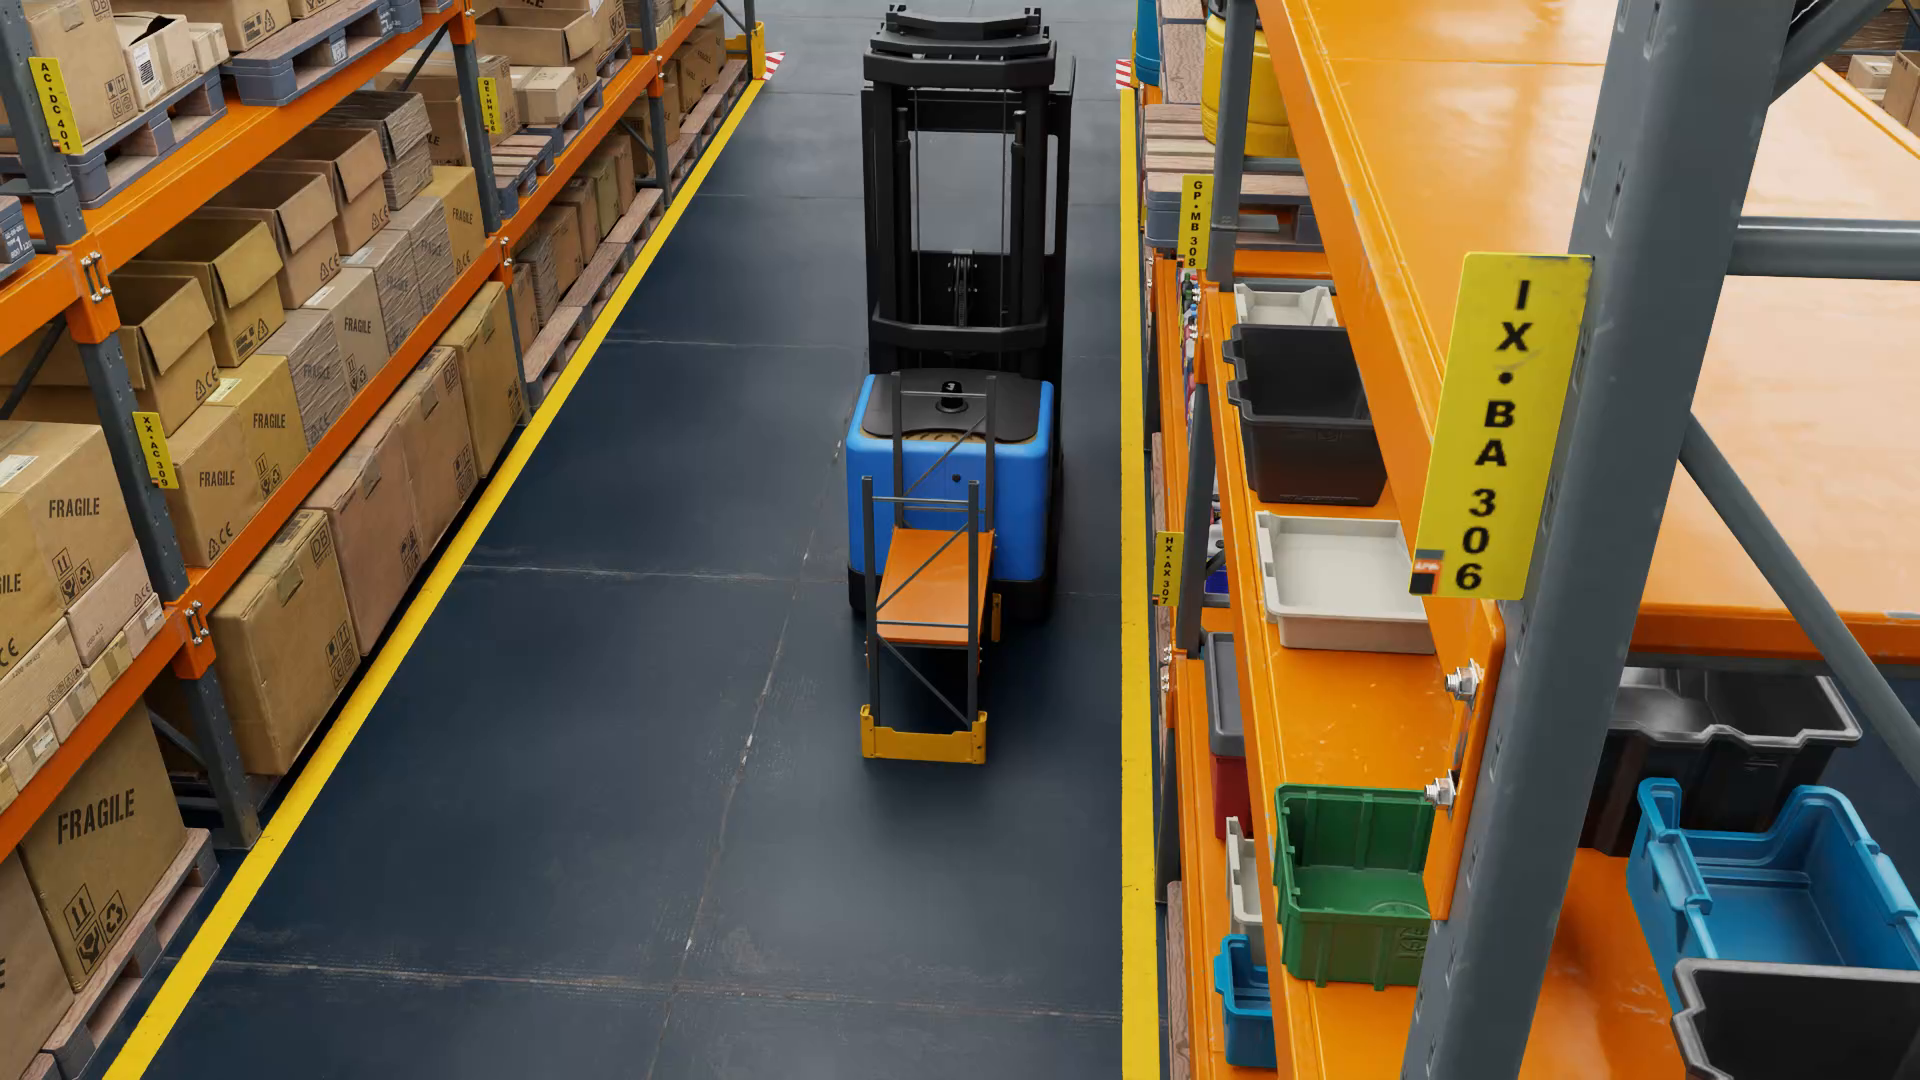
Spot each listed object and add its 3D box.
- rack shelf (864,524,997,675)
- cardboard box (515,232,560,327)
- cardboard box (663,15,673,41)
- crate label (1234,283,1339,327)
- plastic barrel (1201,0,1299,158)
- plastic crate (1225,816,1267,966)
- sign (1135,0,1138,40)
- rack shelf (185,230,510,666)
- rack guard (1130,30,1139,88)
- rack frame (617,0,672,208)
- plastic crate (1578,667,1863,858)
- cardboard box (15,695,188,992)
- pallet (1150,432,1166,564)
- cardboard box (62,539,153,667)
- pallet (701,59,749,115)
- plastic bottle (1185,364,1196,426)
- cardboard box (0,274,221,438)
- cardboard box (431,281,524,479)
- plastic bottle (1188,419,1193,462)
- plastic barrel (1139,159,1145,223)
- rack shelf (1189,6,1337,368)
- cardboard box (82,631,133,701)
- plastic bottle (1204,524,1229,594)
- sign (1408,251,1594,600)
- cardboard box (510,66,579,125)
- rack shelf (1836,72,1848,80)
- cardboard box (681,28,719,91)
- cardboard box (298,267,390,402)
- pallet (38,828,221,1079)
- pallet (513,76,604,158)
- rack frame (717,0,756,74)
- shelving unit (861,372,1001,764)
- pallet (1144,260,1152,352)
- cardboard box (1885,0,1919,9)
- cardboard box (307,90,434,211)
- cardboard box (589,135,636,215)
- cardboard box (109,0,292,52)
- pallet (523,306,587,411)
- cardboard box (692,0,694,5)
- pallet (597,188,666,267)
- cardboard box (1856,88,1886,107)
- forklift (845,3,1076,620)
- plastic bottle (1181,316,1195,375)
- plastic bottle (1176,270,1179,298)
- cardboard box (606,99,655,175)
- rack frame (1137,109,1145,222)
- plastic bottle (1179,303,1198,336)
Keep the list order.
[{"bbox_3d":[-0.124,0.270,8.006,0.538,0.185,1.000,3,32,4],"label":"rack shelf"},{"bbox_3d":[-3.217,-1.816,11.581,0.700,0.500,0.500,0,32,0],"label":"cardboard box"},{"bbox_3d":[-2.608,-4.265,13.832,0.380,0.149,0.250,2,32,4],"label":"cardboard box"},{"bbox_3d":[0.999,-0.669,5.149,0.293,0.136,0.466,2,32,4],"label":"crate label"},{"bbox_3d":[1.199,-1.770,6.104,0.600,0.588,0.600,0,32,0],"label":"plastic barrel"},{"bbox_3d":[1.019,1.068,4.995,0.437,0.282,0.530,2,32,4],"label":"plastic crate"},{"bbox_3d":[1.431,-4.078,13.025,0.100,0.325,0.005,2,32,4],"label":"sign"},{"bbox_3d":[-3.447,-0.699,8.491,1.077,0.370,4.000,2,32,4],"label":"rack shelf"},{"bbox_3d":[2.345,-4.917,17.032,1.175,0.500,0.348,2,32,4],"label":"rack guard"},{"bbox_3d":[-2.958,-4.143,13.393,1.000,3.000,0.127,2,32,4],"label":"rack frame"},{"bbox_3d":[1.400,0.306,3.375,0.504,0.338,0.767,2,32,4],"label":"plastic crate"},{"bbox_3d":[-3.743,1.108,6.498,0.875,0.875,0.875,2,32,4],"label":"cardboard box"},{"bbox_3d":[1.630,-0.238,9.716,1.003,0.211,1.213,2,32,4],"label":"pallet"},{"bbox_3d":[-3.384,0.220,6.174,0.500,0.250,0.500,2,32,3],"label":"cardboard box"},{"bbox_3d":[-2.740,-4.584,16.768,1.003,0.211,1.213,2,32,4],"label":"pallet"},{"bbox_3d":[1.111,-0.687,7.898,0.061,0.283,0.133,2,32,4],"label":"plastic bottle"},{"bbox_3d":[-3.566,-0.763,6.858,0.797,0.503,0.637,2,32,3],"label":"cardboard box"},{"bbox_3d":[-3.361,-0.965,9.863,1.225,0.875,0.875,1,32,2],"label":"cardboard box"},{"bbox_3d":[1.119,-0.440,7.503,0.152,0.276,0.135,2,32,4],"label":"plastic bottle"},{"bbox_3d":[1.388,-2.153,10.035,0.600,0.536,0.708,2,32,4],"label":"plastic barrel"},{"bbox_3d":[1.490,-1.764,7.361,1.077,0.370,4.000,2,32,4],"label":"rack shelf"},{"bbox_3d":[-3.329,0.456,6.171,0.380,0.149,0.250,3,32,5],"label":"cardboard box"},{"bbox_3d":[1.037,0.085,6.651,0.152,0.276,0.135,2,32,4],"label":"plastic bottle"},{"bbox_3d":[0.452,-0.088,1.403,0.100,0.325,0.005,2,32,4],"label":"sign"},{"bbox_3d":[-2.918,-3.033,11.335,0.500,0.250,0.500,2,32,3],"label":"cardboard box"},{"bbox_3d":[7.078,-4.457,14.589,1.077,0.370,4.000,2,32,4],"label":"rack shelf"},{"bbox_3d":[-2.715,-4.709,16.295,0.500,0.500,0.500,11,33,17],"label":"cardboard box"},{"bbox_3d":[-3.205,-1.027,8.242,0.500,0.500,0.500,3,32,5],"label":"cardboard box"},{"bbox_3d":[-3.750,1.622,6.697,1.003,0.211,1.213,2,32,4],"label":"pallet"},{"bbox_3d":[-3.164,-3.006,11.732,1.003,0.211,1.213,2,32,4],"label":"pallet"},{"bbox_3d":[-2.633,-6.234,16.787,1.000,3.000,0.127,2,32,4],"label":"rack frame"},{"bbox_3d":[-0.125,0.121,7.904,0.587,1.500,1.083,3,32,4],"label":"shelving unit"},{"bbox_3d":[1.856,-1.692,12.075,1.003,0.211,1.213,2,32,4],"label":"pallet"},{"bbox_3d":[7.130,-4.168,12.722,0.380,0.149,0.250,2,32,4],"label":"cardboard box"},{"bbox_3d":[-3.360,-2.139,9.091,0.797,0.503,0.637,3,32,6],"label":"cardboard box"},{"bbox_3d":[-3.030,-2.946,13.414,0.700,0.500,0.500,0,32,0],"label":"cardboard box"},{"bbox_3d":[-3.429,-2.482,7.340,0.797,0.503,0.637,2,32,3],"label":"cardboard box"},{"bbox_3d":[-3.219,-1.272,11.394,1.003,0.211,1.213,2,32,4],"label":"pallet"},{"bbox_3d":[-2.564,-4.790,14.683,0.380,0.149,0.250,2,32,4],"label":"cardboard box"},{"bbox_3d":[-3.020,-2.548,13.464,1.003,0.211,1.213,2,32,4],"label":"pallet"},{"bbox_3d":[6.639,-3.156,12.032,0.380,0.149,0.250,2,32,4],"label":"cardboard box"},{"bbox_3d":[0.055,-1.577,9.296,1.130,2.935,3.031,3,32,4],"label":"forklift"},{"bbox_3d":[1.156,-0.975,8.365,0.061,0.283,0.133,2,32,4],"label":"plastic bottle"},{"bbox_3d":[1.250,-1.432,9.184,0.097,0.201,0.097,0,32,0],"label":"plastic bottle"},{"bbox_3d":[-2.886,-3.465,14.276,0.500,0.500,0.500,2,32,2],"label":"cardboard box"},{"bbox_3d":[1.978,-3.931,13.050,1.000,3.000,0.127,2,32,4],"label":"rack frame"},{"bbox_3d":[1.210,-1.171,8.761,0.097,0.201,0.097,0,32,0],"label":"plastic bottle"}]
